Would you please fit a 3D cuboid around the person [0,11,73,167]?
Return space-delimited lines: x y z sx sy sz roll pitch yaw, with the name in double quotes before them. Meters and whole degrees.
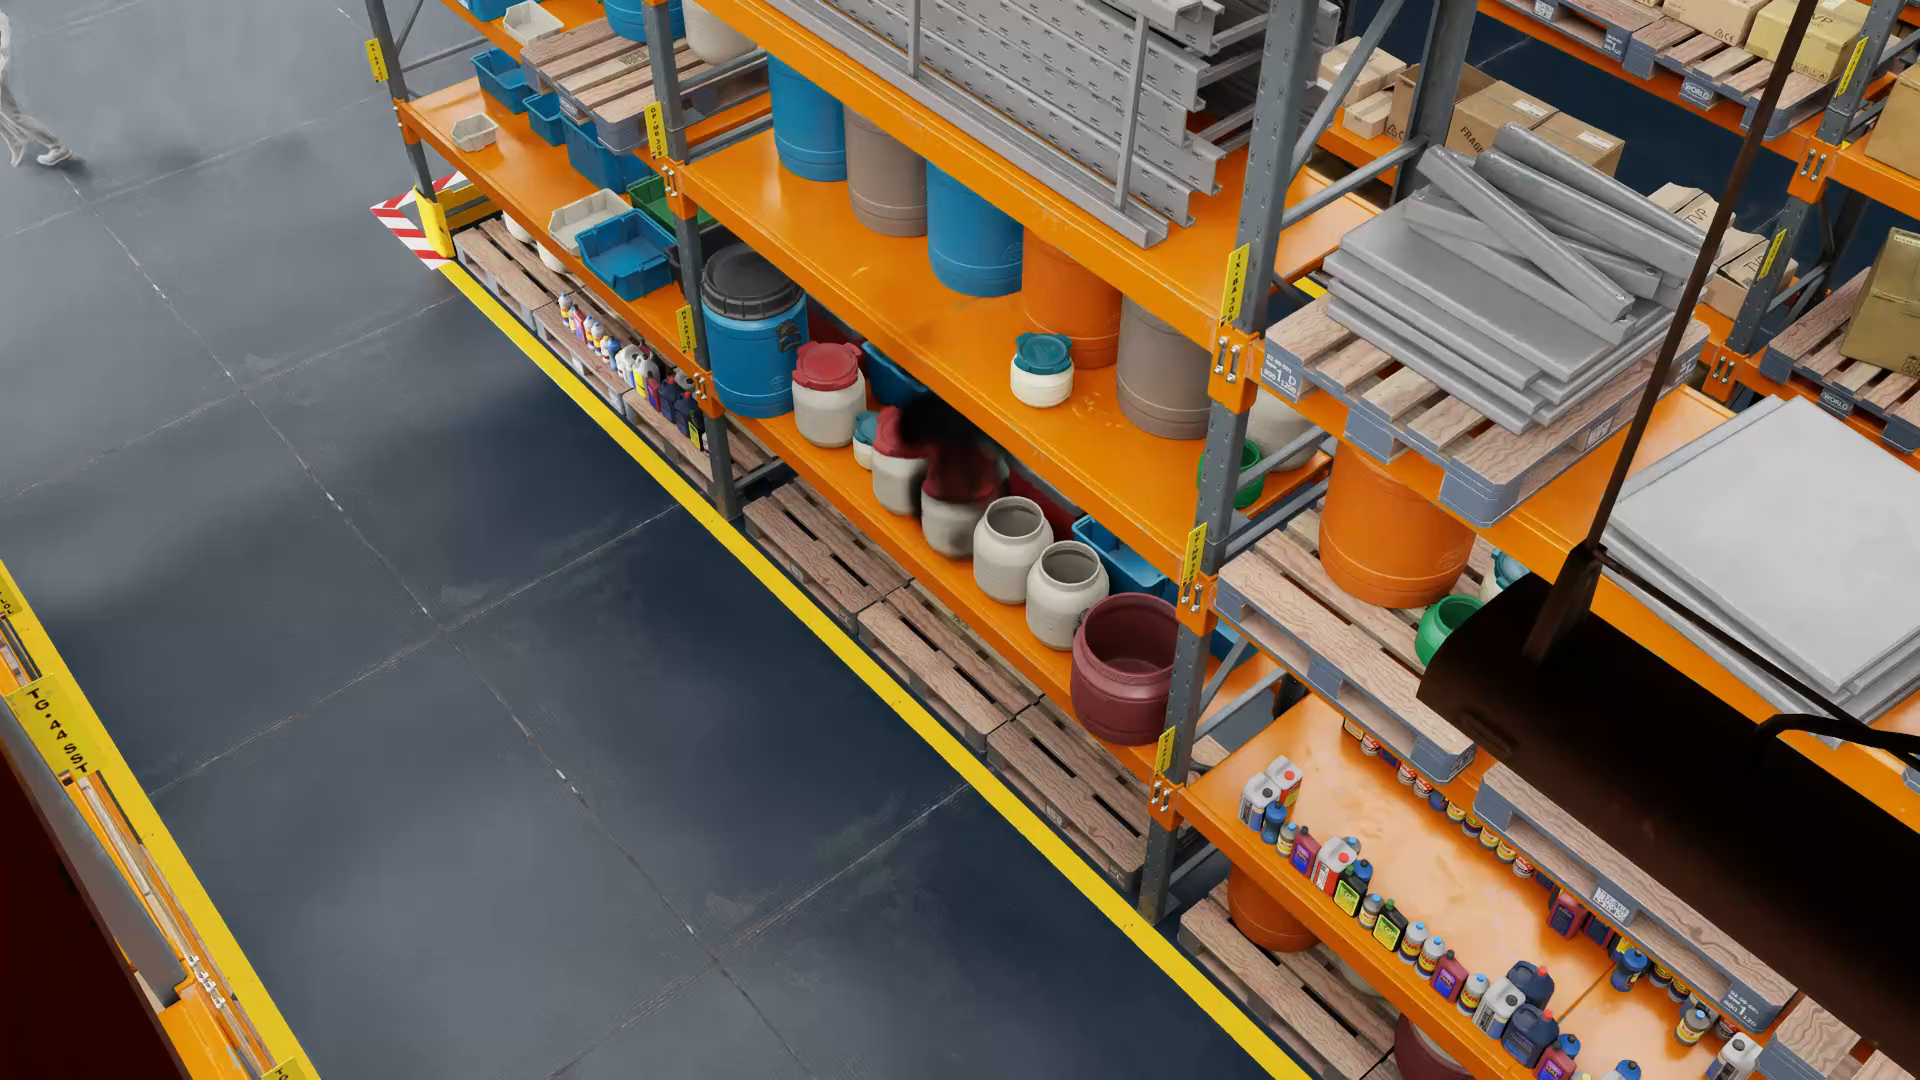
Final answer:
"person" -7.819 -3.716 13.354 0.783 1.714 0.574 -8 47 -8
